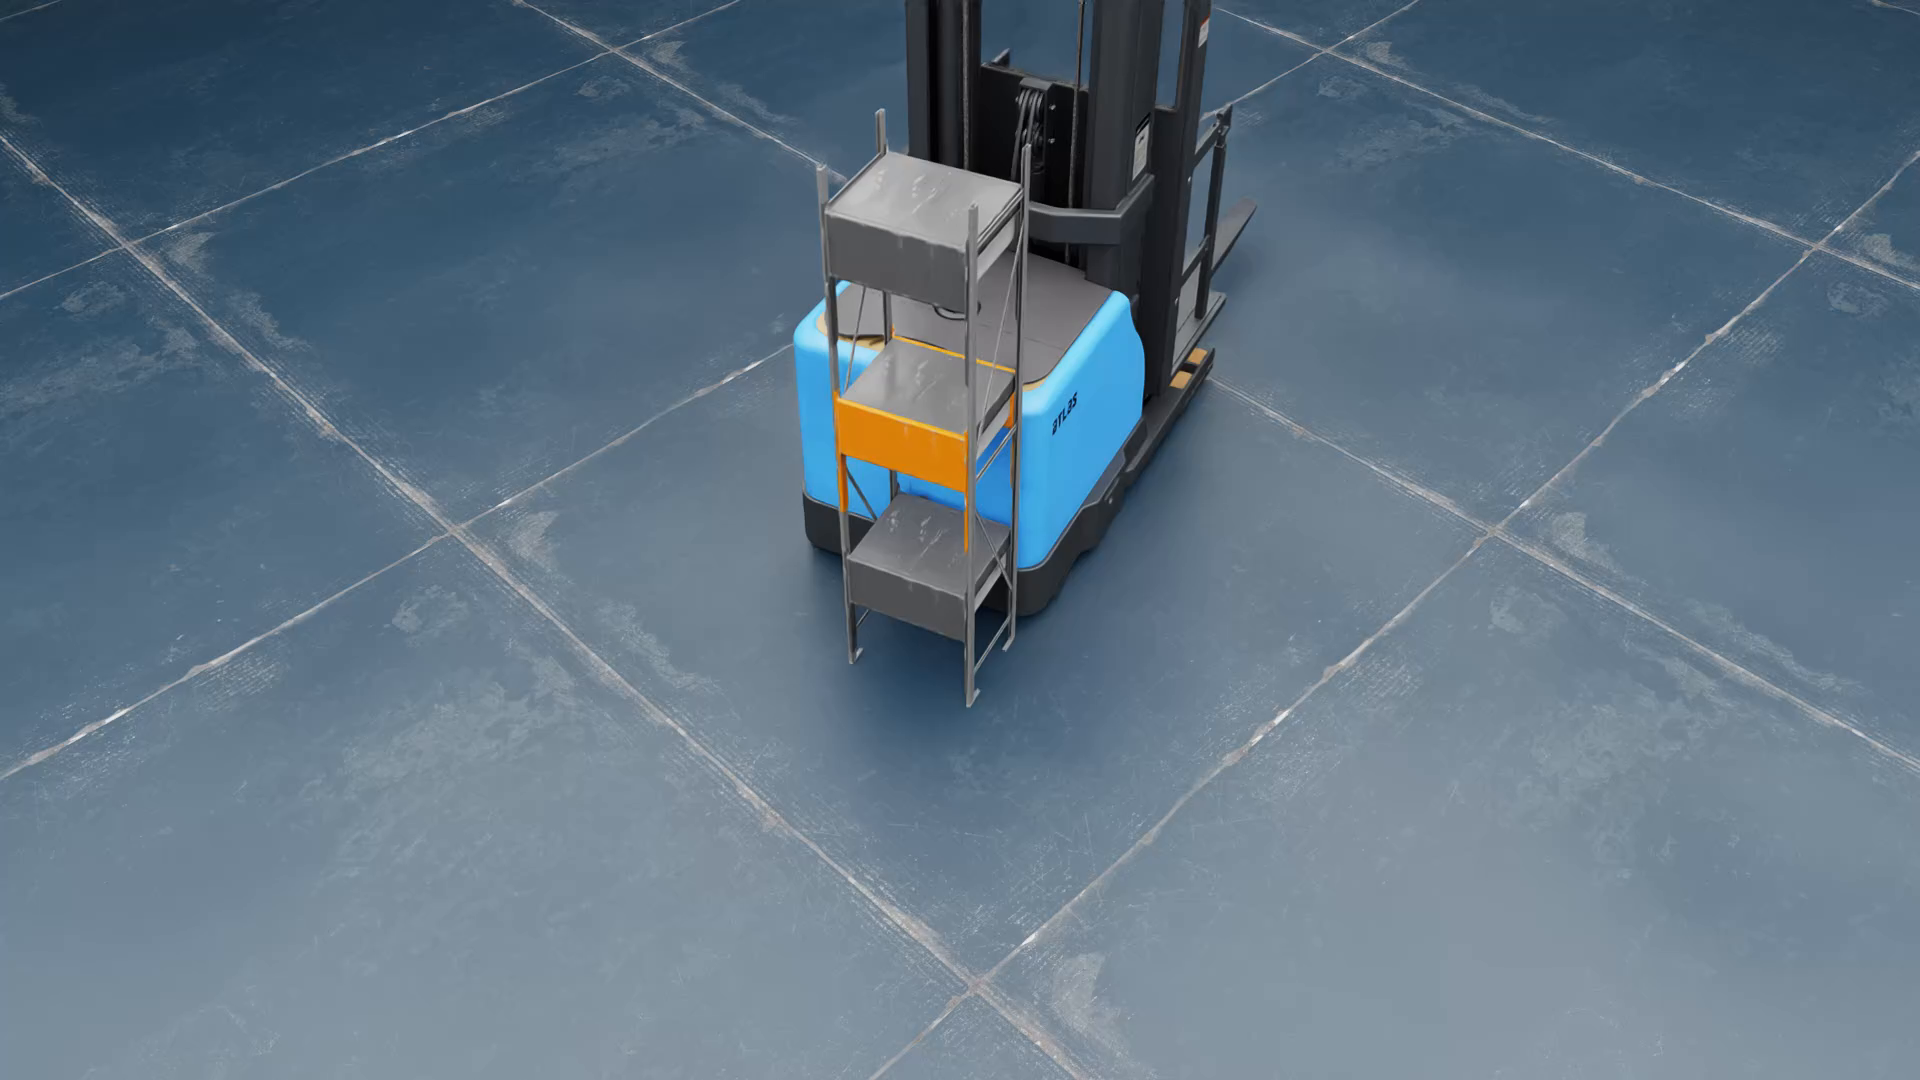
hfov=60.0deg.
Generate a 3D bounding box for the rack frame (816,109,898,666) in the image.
[{"bbox_3d":[-0.323,-0.424,5.661,0.015,2.100,0.400,18,46,19],"label":"rack frame"}]

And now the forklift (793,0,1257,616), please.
[{"bbox_3d":[0.493,-1.786,6.523,1.130,2.935,3.031,19,46,19],"label":"forklift"}]

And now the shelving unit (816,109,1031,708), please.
[{"bbox_3d":[-0.103,-0.351,5.583,0.503,2.100,0.431,18,46,19],"label":"shelving unit"}]

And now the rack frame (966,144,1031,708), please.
[{"bbox_3d":[0.116,-0.279,5.505,0.015,2.100,0.400,18,46,19],"label":"rack frame"}]

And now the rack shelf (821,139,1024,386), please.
[{"bbox_3d":[-0.103,-0.855,5.117,0.480,0.518,0.431,18,46,19],"label":"rack shelf"}]

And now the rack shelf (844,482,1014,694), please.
[{"bbox_3d":[-0.103,0.173,6.067,0.480,0.518,0.431,18,46,19],"label":"rack shelf"}]

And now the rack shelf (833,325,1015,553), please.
[{"bbox_3d":[-0.103,-0.341,5.592,0.480,0.518,0.431,18,46,19],"label":"rack shelf"}]
